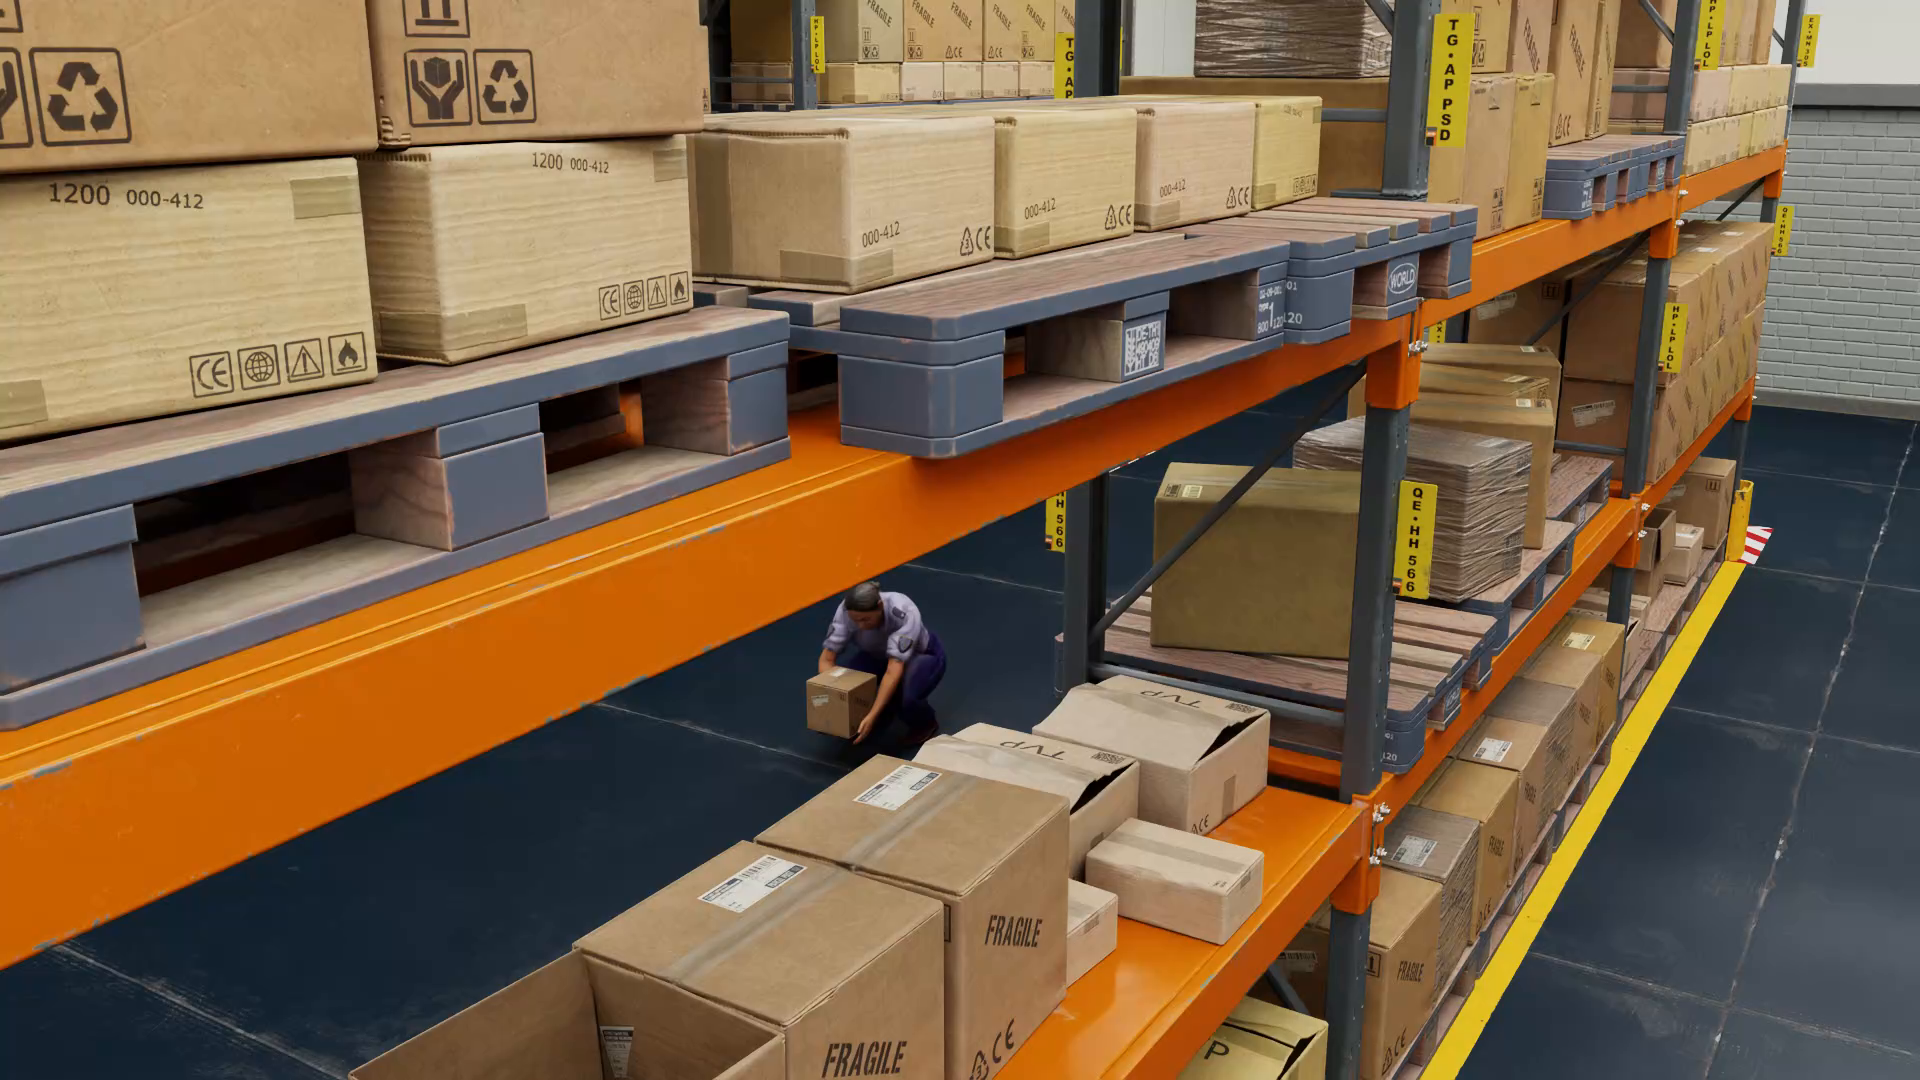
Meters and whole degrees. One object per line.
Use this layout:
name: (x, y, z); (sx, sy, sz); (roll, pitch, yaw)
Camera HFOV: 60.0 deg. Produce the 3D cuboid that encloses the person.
person: (-0.395, 0.588, 8.363); (0.529, 0.926, 0.828); (10, 19, 30)
